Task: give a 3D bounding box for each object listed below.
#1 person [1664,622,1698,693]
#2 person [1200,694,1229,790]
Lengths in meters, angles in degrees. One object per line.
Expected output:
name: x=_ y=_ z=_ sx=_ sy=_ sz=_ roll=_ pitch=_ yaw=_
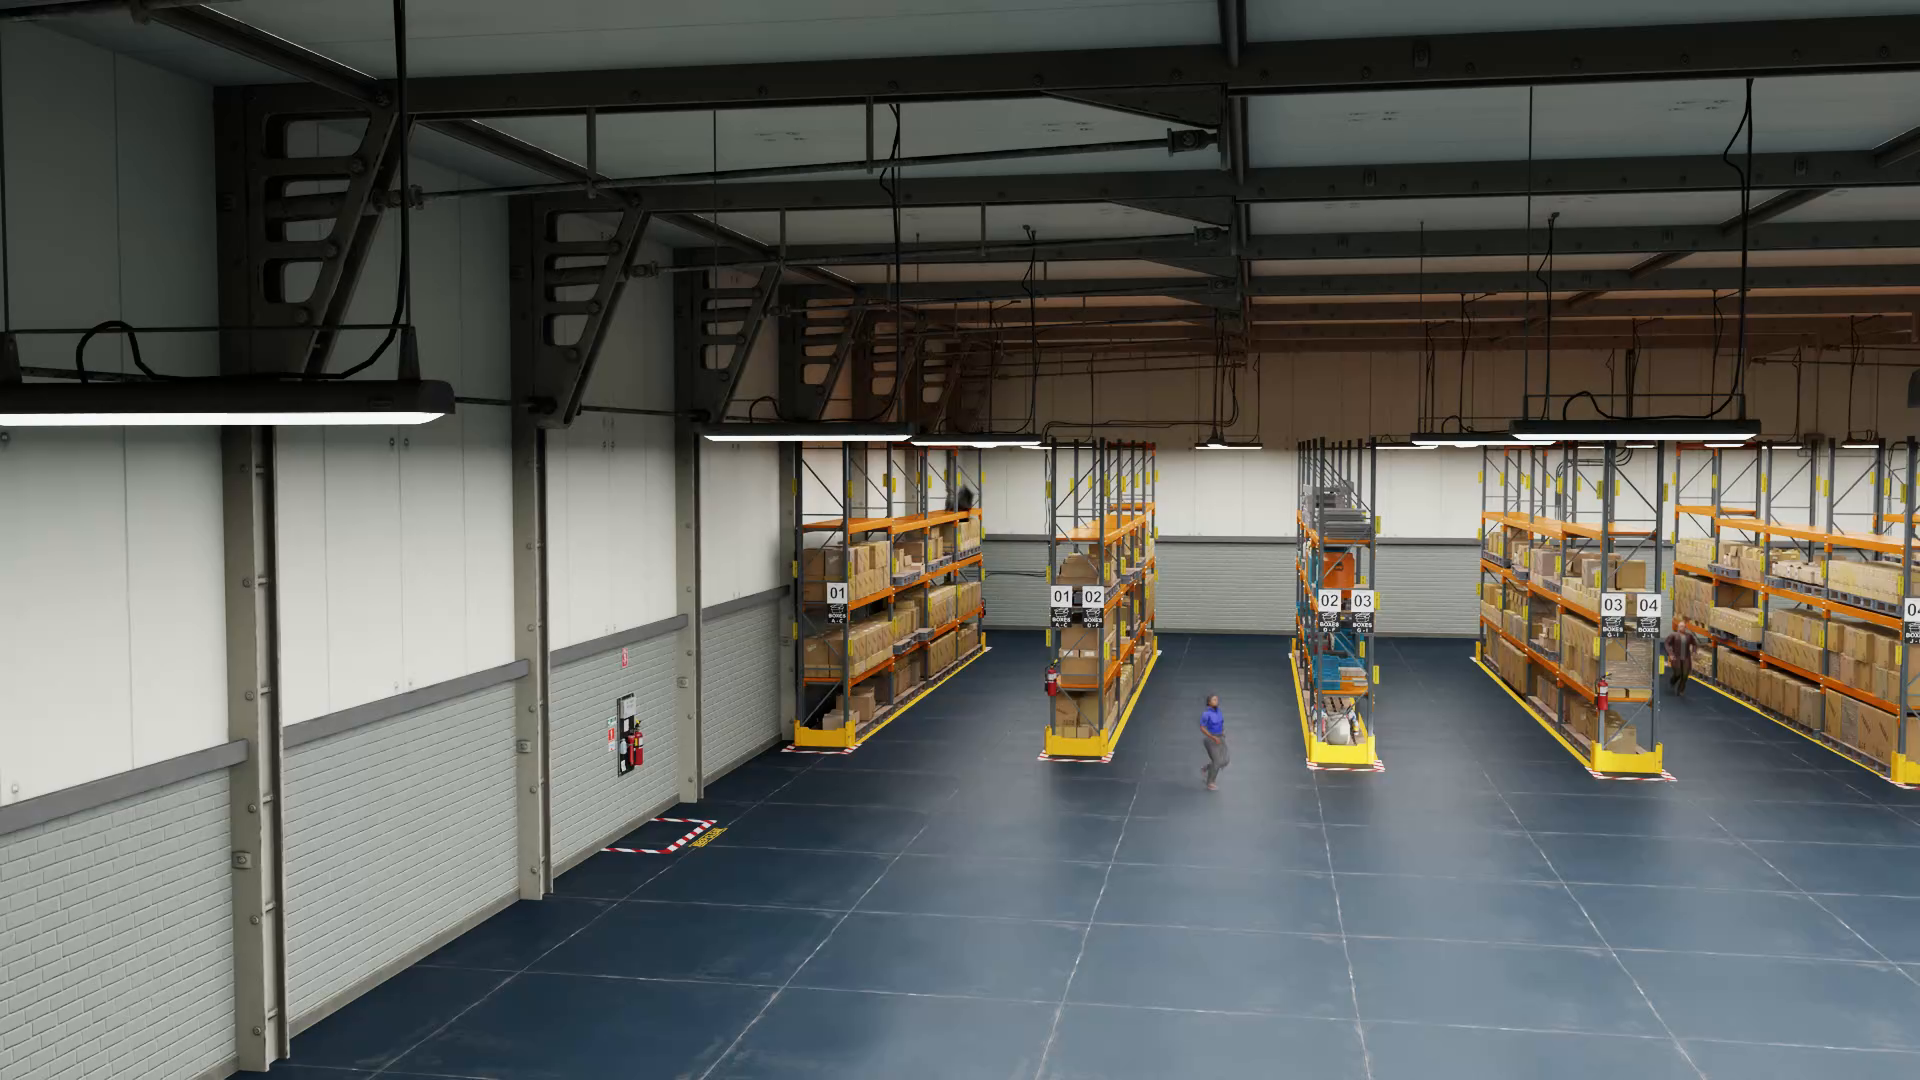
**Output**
person: x=16.919 y=2.864 z=38.995 sx=0.731 sy=1.461 sz=0.574 roll=0 pitch=3 yaw=7
person: x=4.310 y=3.432 z=28.255 sx=0.501 sy=1.611 sz=0.581 roll=3 pitch=4 yaw=44
